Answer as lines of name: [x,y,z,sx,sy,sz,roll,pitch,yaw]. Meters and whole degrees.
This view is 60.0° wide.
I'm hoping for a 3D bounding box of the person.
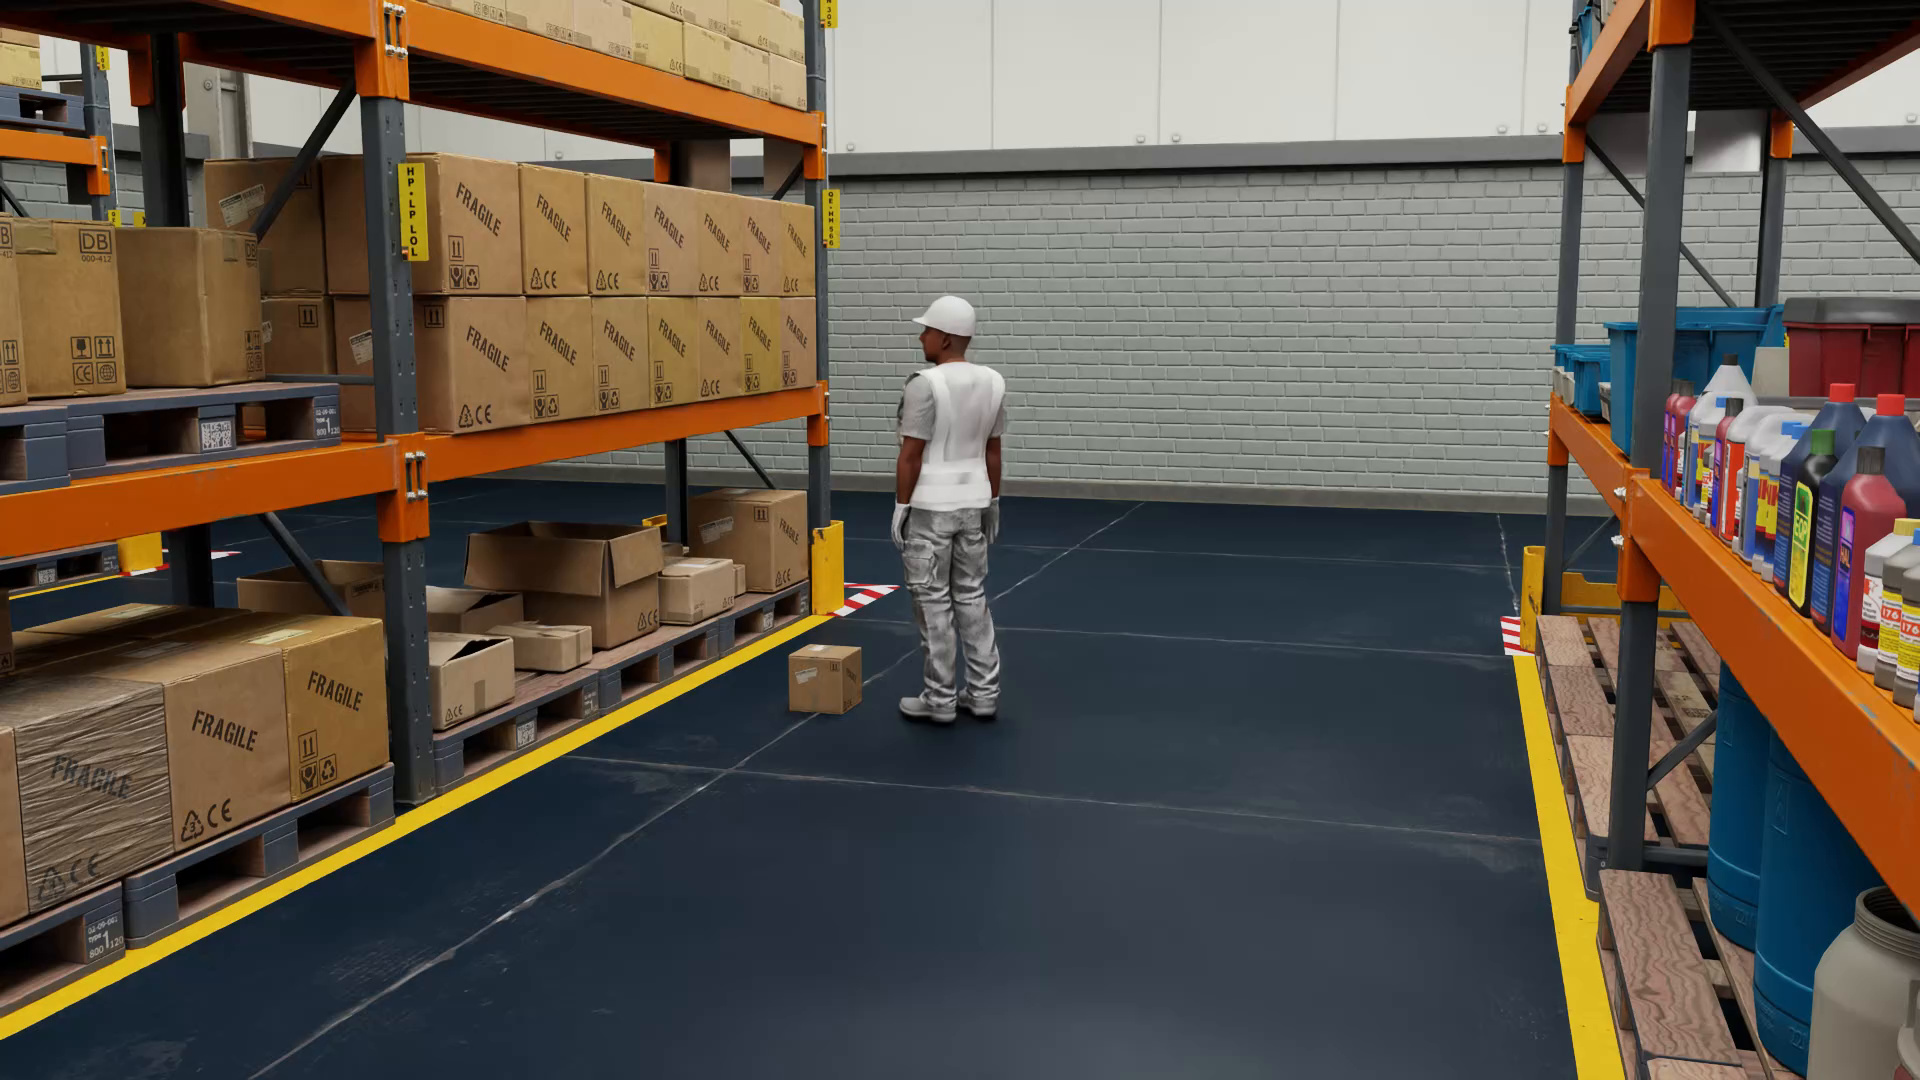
person: [-0.050,-0.135,7.057,0.381,1.783,0.575,8,11,44]
